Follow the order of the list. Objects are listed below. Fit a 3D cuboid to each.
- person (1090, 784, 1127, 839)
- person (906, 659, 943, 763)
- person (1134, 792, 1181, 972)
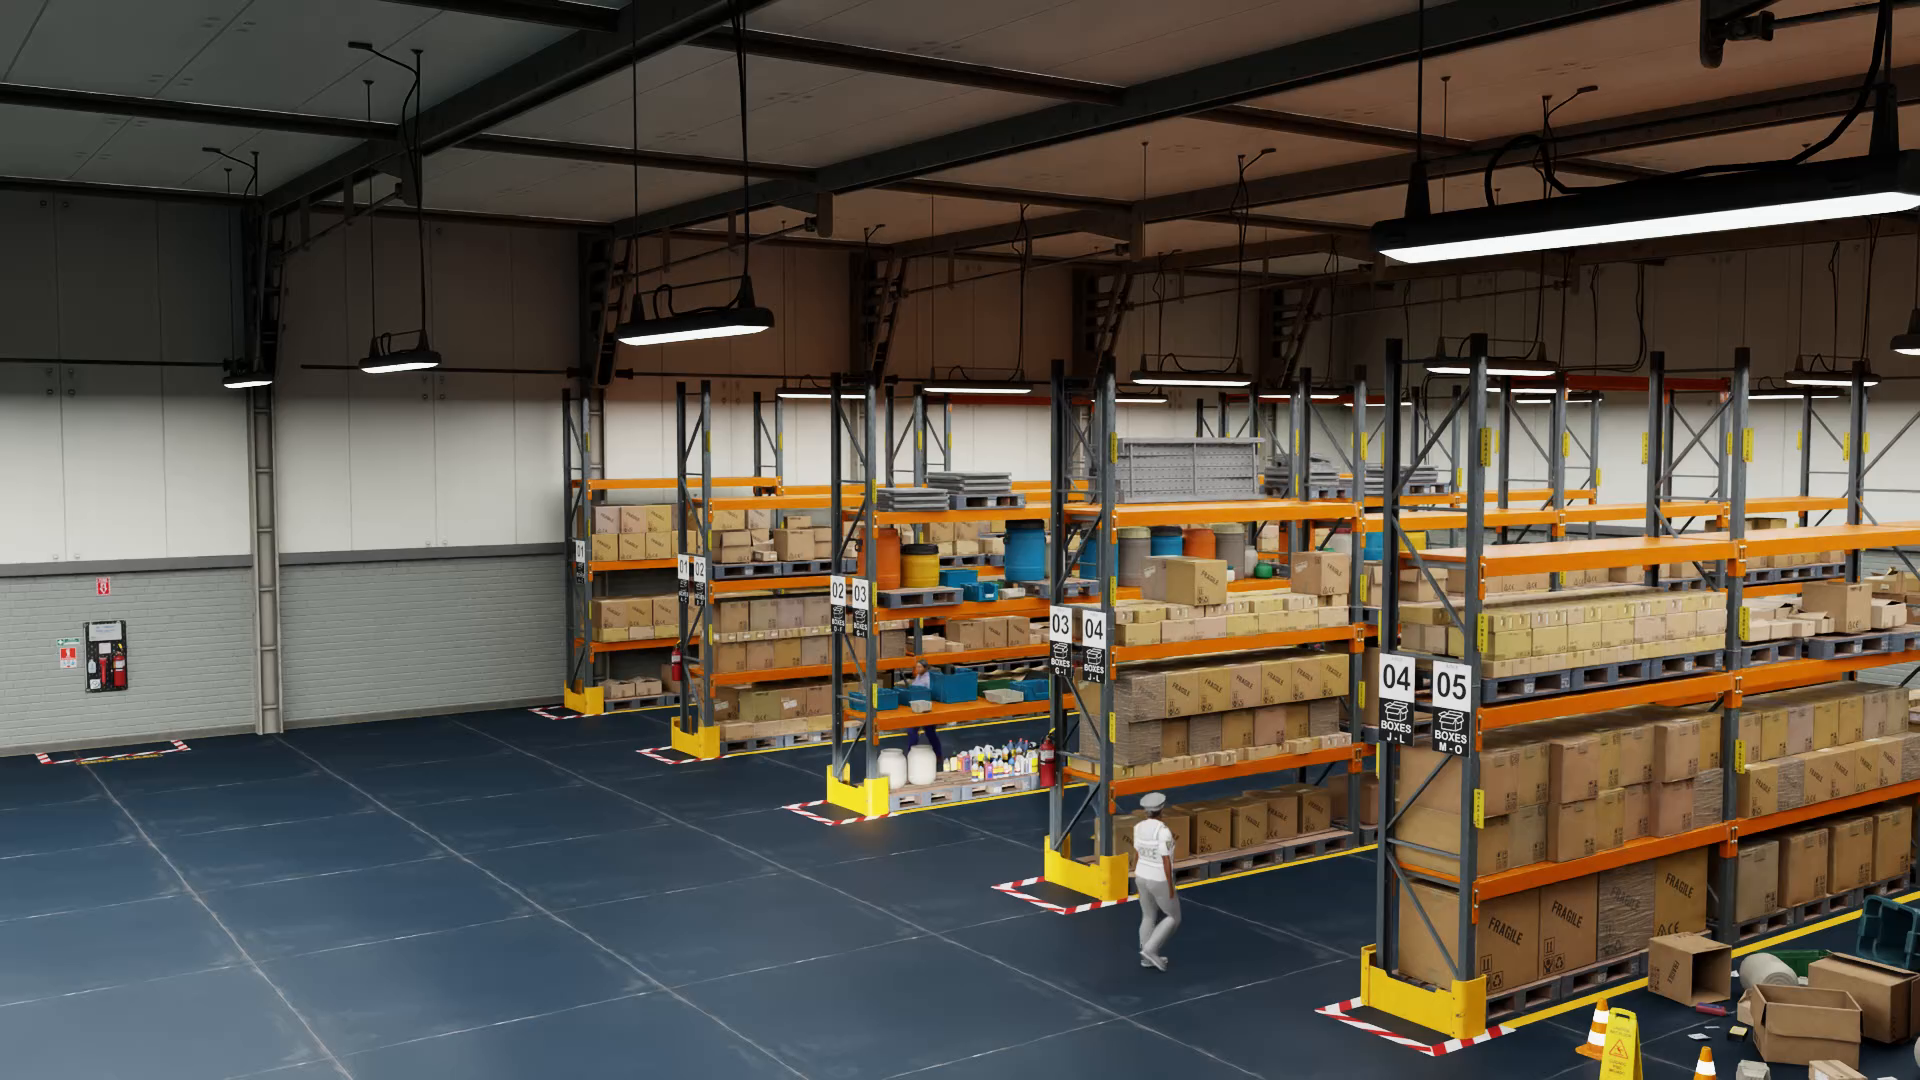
[{"bbox_3d":[1.883,2.935,21.192,0.582,1.744,0.649,-2,4,-25],"label":"person"},{"bbox_3d":[-0.592,2.686,25.955,0.652,1.669,0.534,-2,4,-33],"label":"person"},{"bbox_3d":[1.867,3.298,16.041,0.449,1.678,0.511,-2,4,-32],"label":"person"}]
